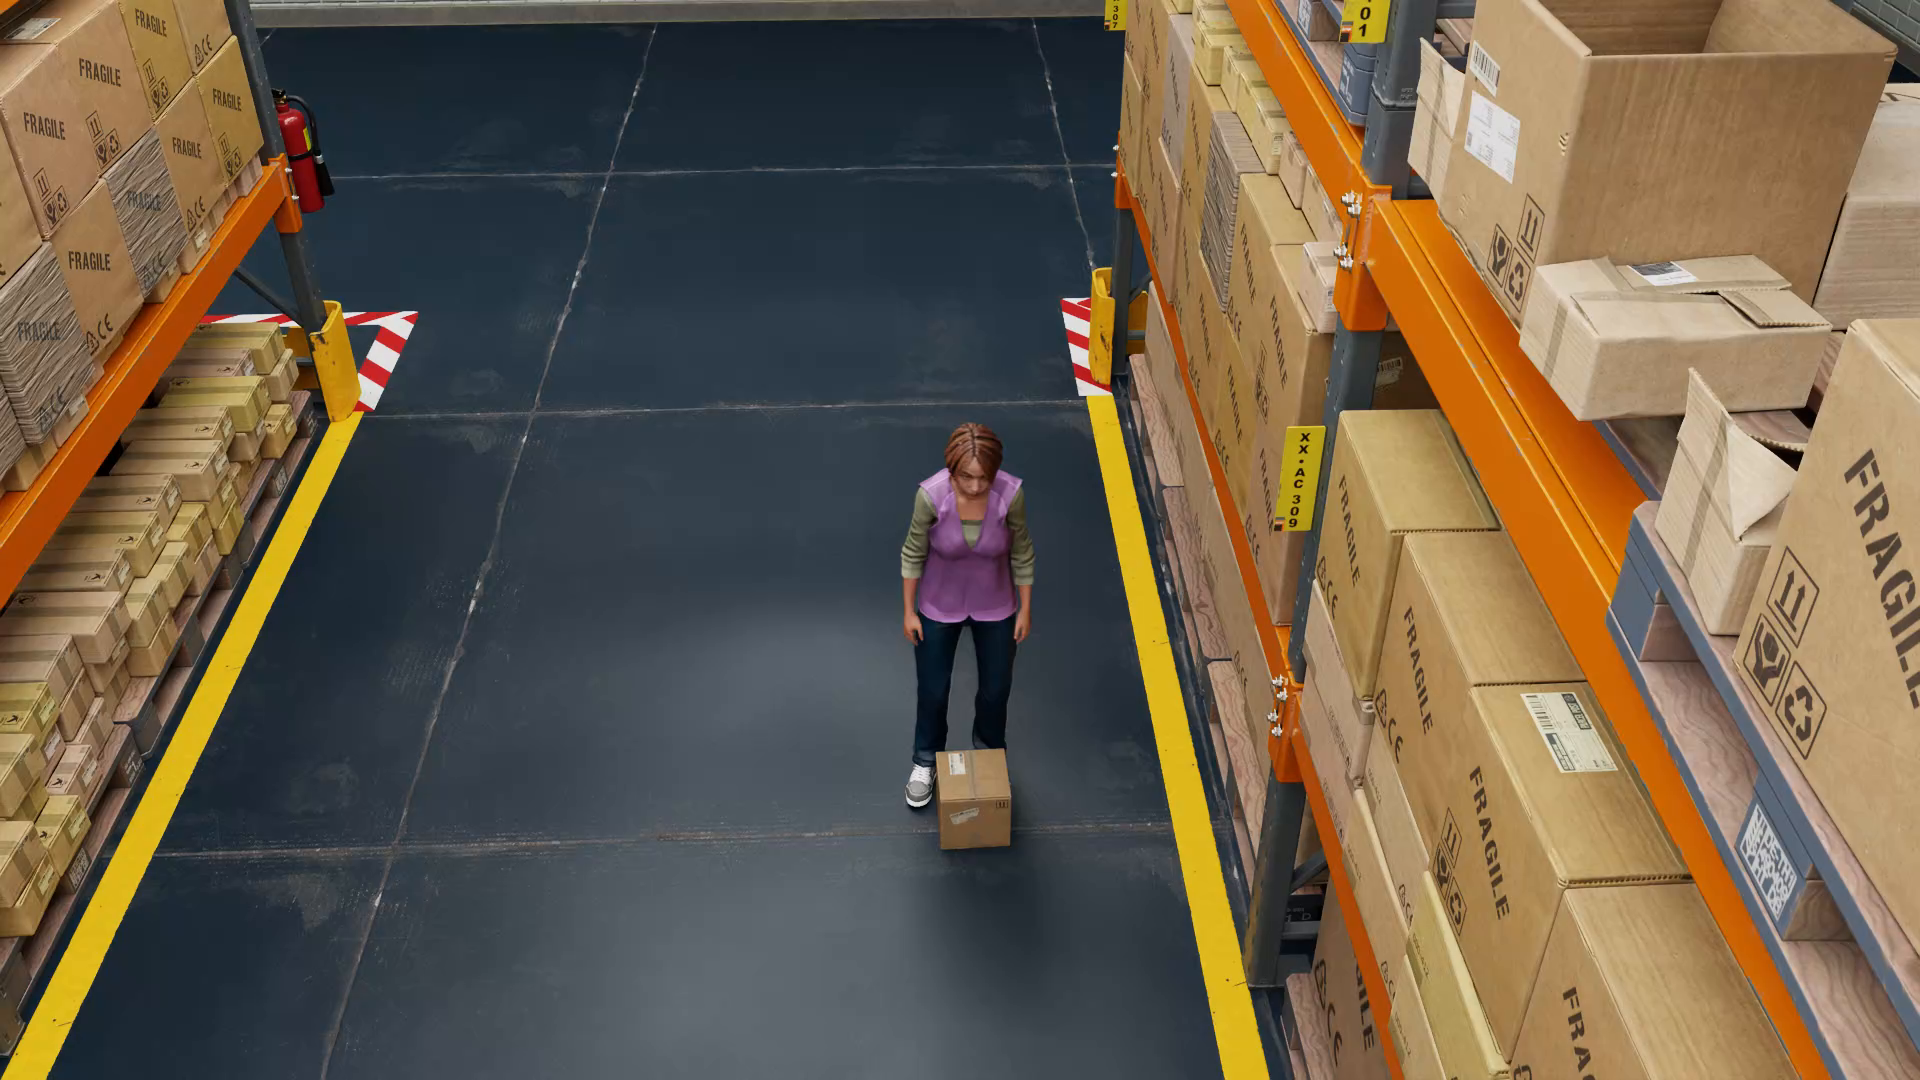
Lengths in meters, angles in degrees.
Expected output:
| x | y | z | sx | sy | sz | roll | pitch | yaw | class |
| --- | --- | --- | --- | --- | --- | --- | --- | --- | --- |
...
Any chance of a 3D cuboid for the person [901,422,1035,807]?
| x | y | z | sx | sy | sz | roll | pitch | yaw | class |
| --- | --- | --- | --- | --- | --- | --- | --- | --- | --- |
| 0.026 | 0.255 | 5.802 | 0.466 | 1.592 | 0.349 | -2 | 36 | -3 | person |
